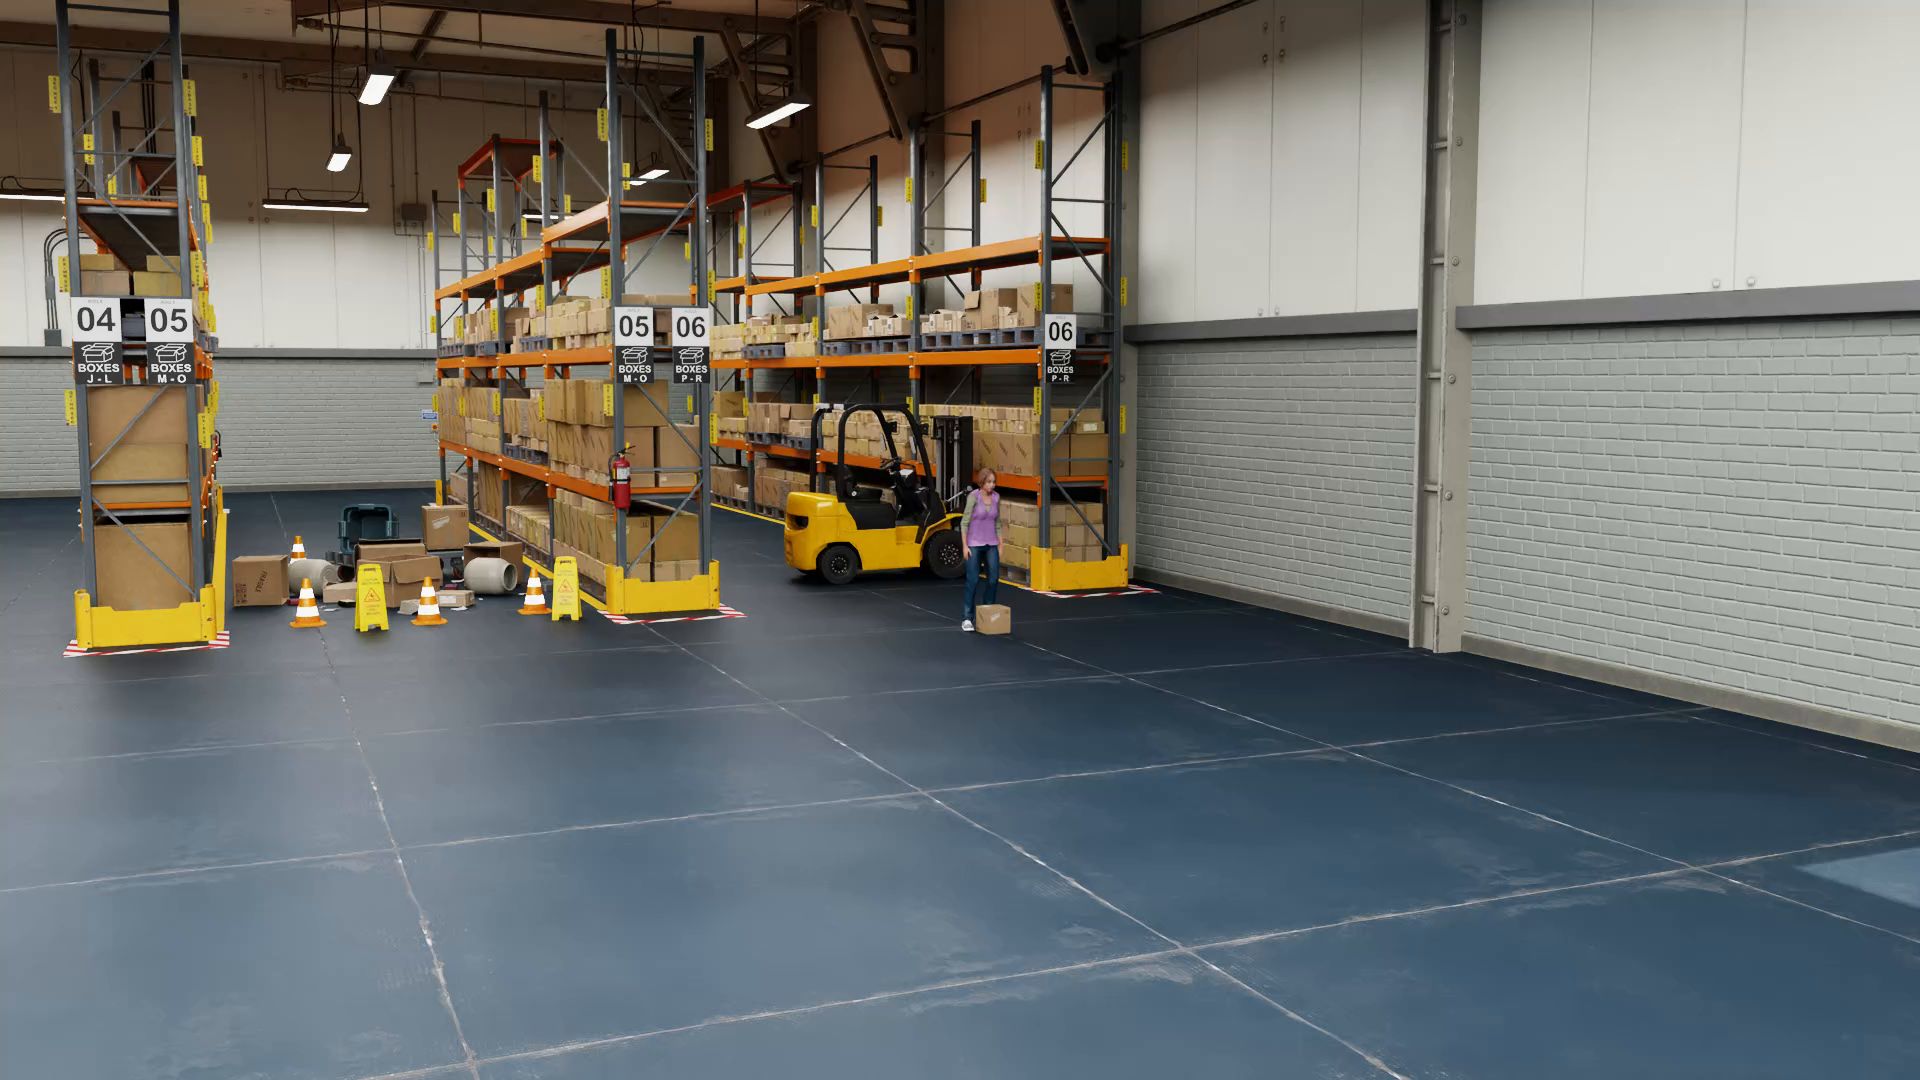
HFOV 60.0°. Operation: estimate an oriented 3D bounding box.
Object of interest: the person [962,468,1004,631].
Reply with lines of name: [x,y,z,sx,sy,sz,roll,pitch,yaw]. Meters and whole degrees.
person: [0.216,0.086,16.348,0.467,1.591,0.350,-3,6,-27]
